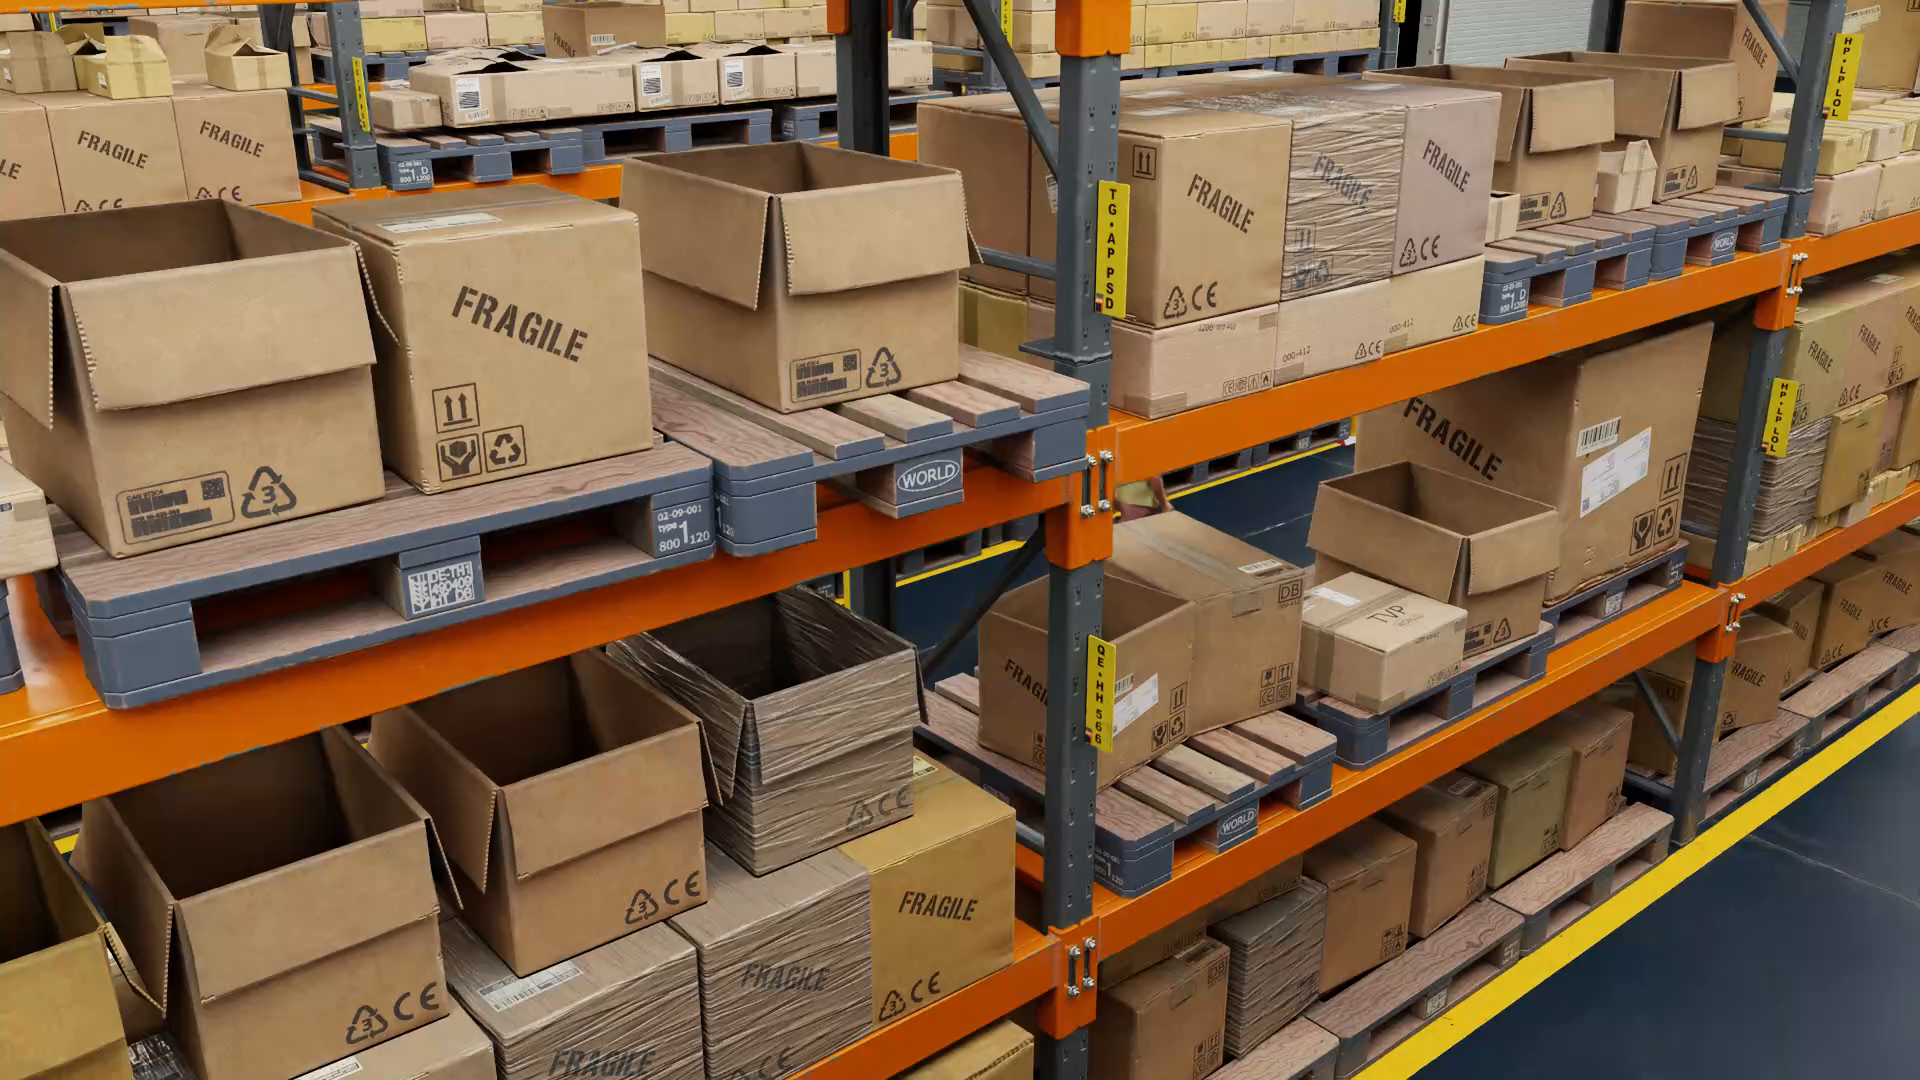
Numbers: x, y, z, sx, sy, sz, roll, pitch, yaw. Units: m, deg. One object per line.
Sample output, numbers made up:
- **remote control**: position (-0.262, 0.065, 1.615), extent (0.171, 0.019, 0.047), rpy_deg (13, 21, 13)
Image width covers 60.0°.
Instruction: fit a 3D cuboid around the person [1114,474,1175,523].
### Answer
- **person**: position (0.999, -0.232, 9.678), extent (0.991, 1.625, 0.442), rpy_deg (-8, 23, -21)
